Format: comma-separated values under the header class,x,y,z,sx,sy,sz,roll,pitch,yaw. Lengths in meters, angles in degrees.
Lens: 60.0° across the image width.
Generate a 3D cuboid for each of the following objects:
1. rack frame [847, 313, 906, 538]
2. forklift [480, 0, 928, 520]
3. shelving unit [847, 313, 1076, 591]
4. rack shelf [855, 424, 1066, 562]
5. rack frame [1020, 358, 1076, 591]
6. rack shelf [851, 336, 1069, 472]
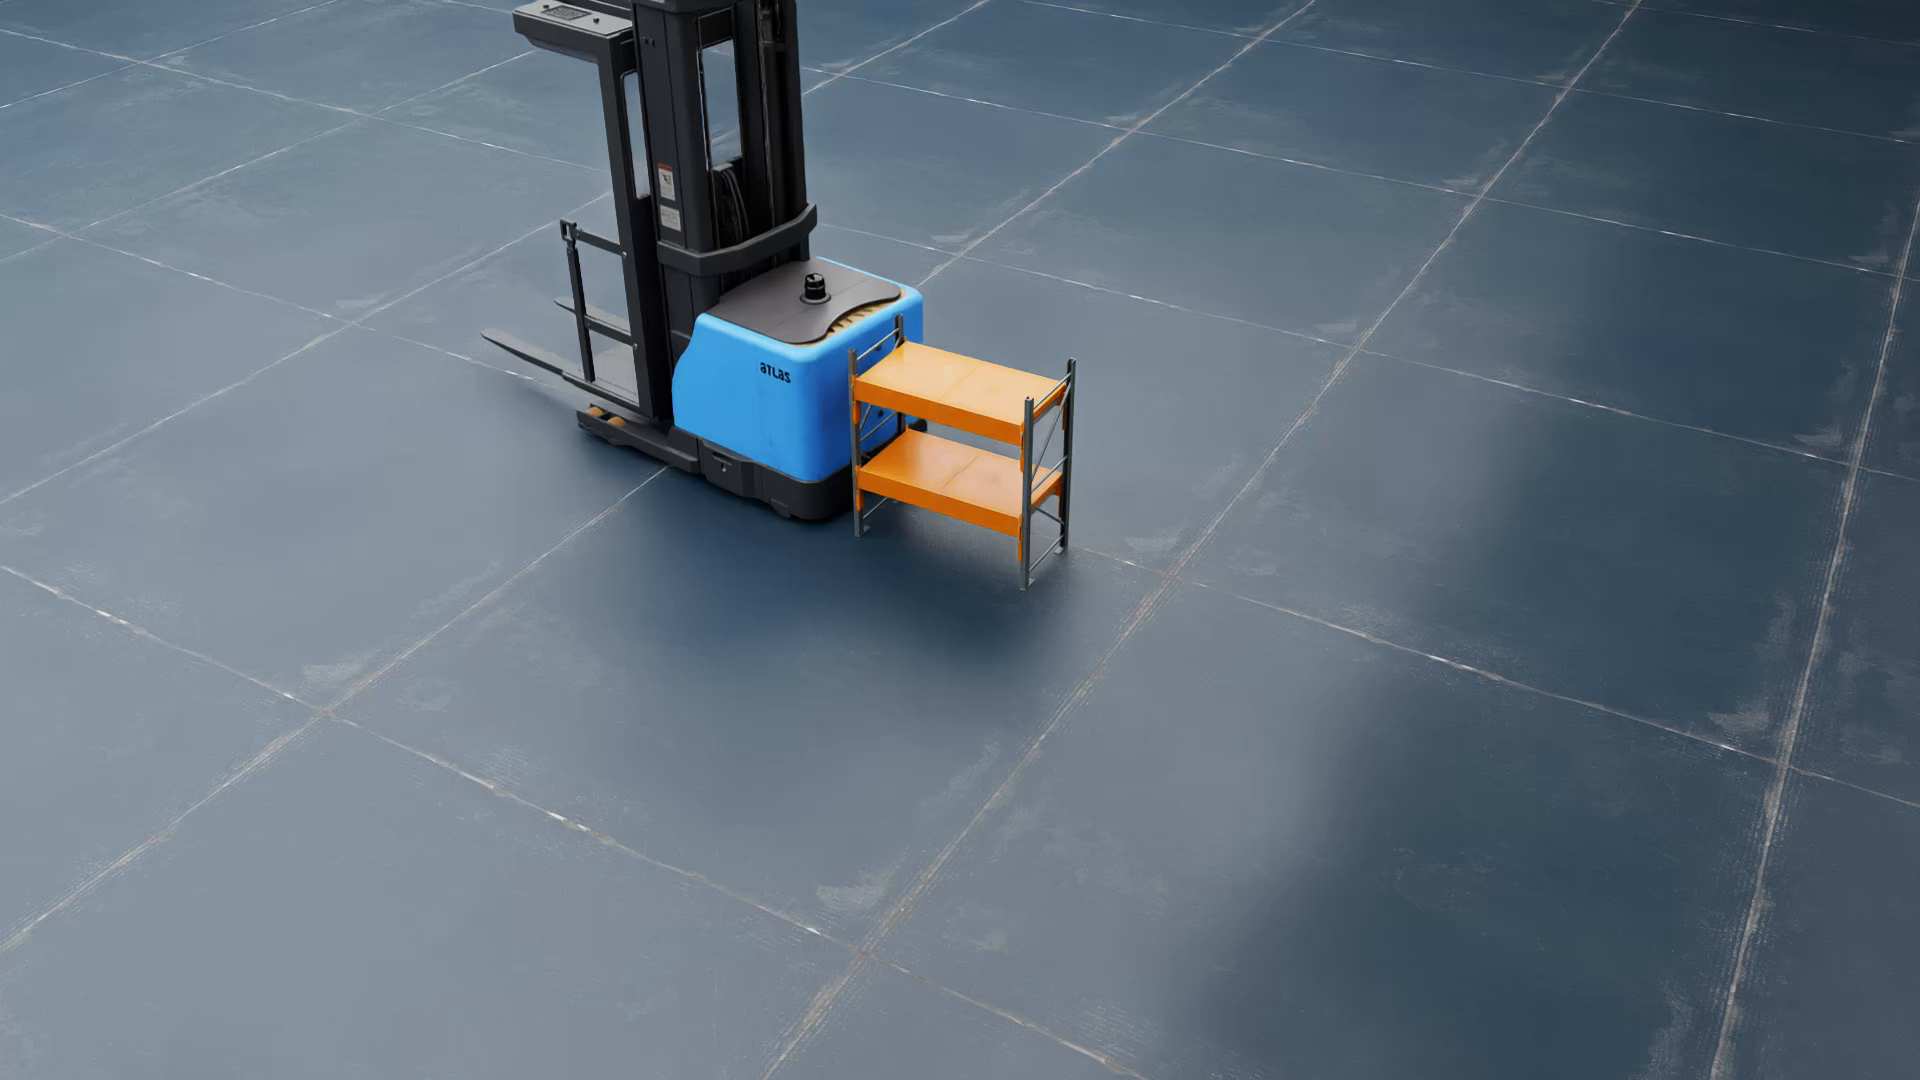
class,x,y,z,sx,sy,sz,roll,pitch,yaw
rack frame,-0.435,-0.606,8.916,0.032,1.125,0.500,18,37,24
forklift,-1.663,-1.988,9.362,3.031,2.935,1.130,23,40,31
shelving unit,0.006,-0.466,8.706,1.048,1.125,0.538,18,37,24
rack shelf,0.006,-0.263,8.842,1.000,0.278,0.538,18,37,24
rack frame,0.447,-0.327,8.496,0.032,1.125,0.500,18,37,24
rack shelf,0.006,-0.710,8.544,1.000,0.278,0.538,18,37,24
